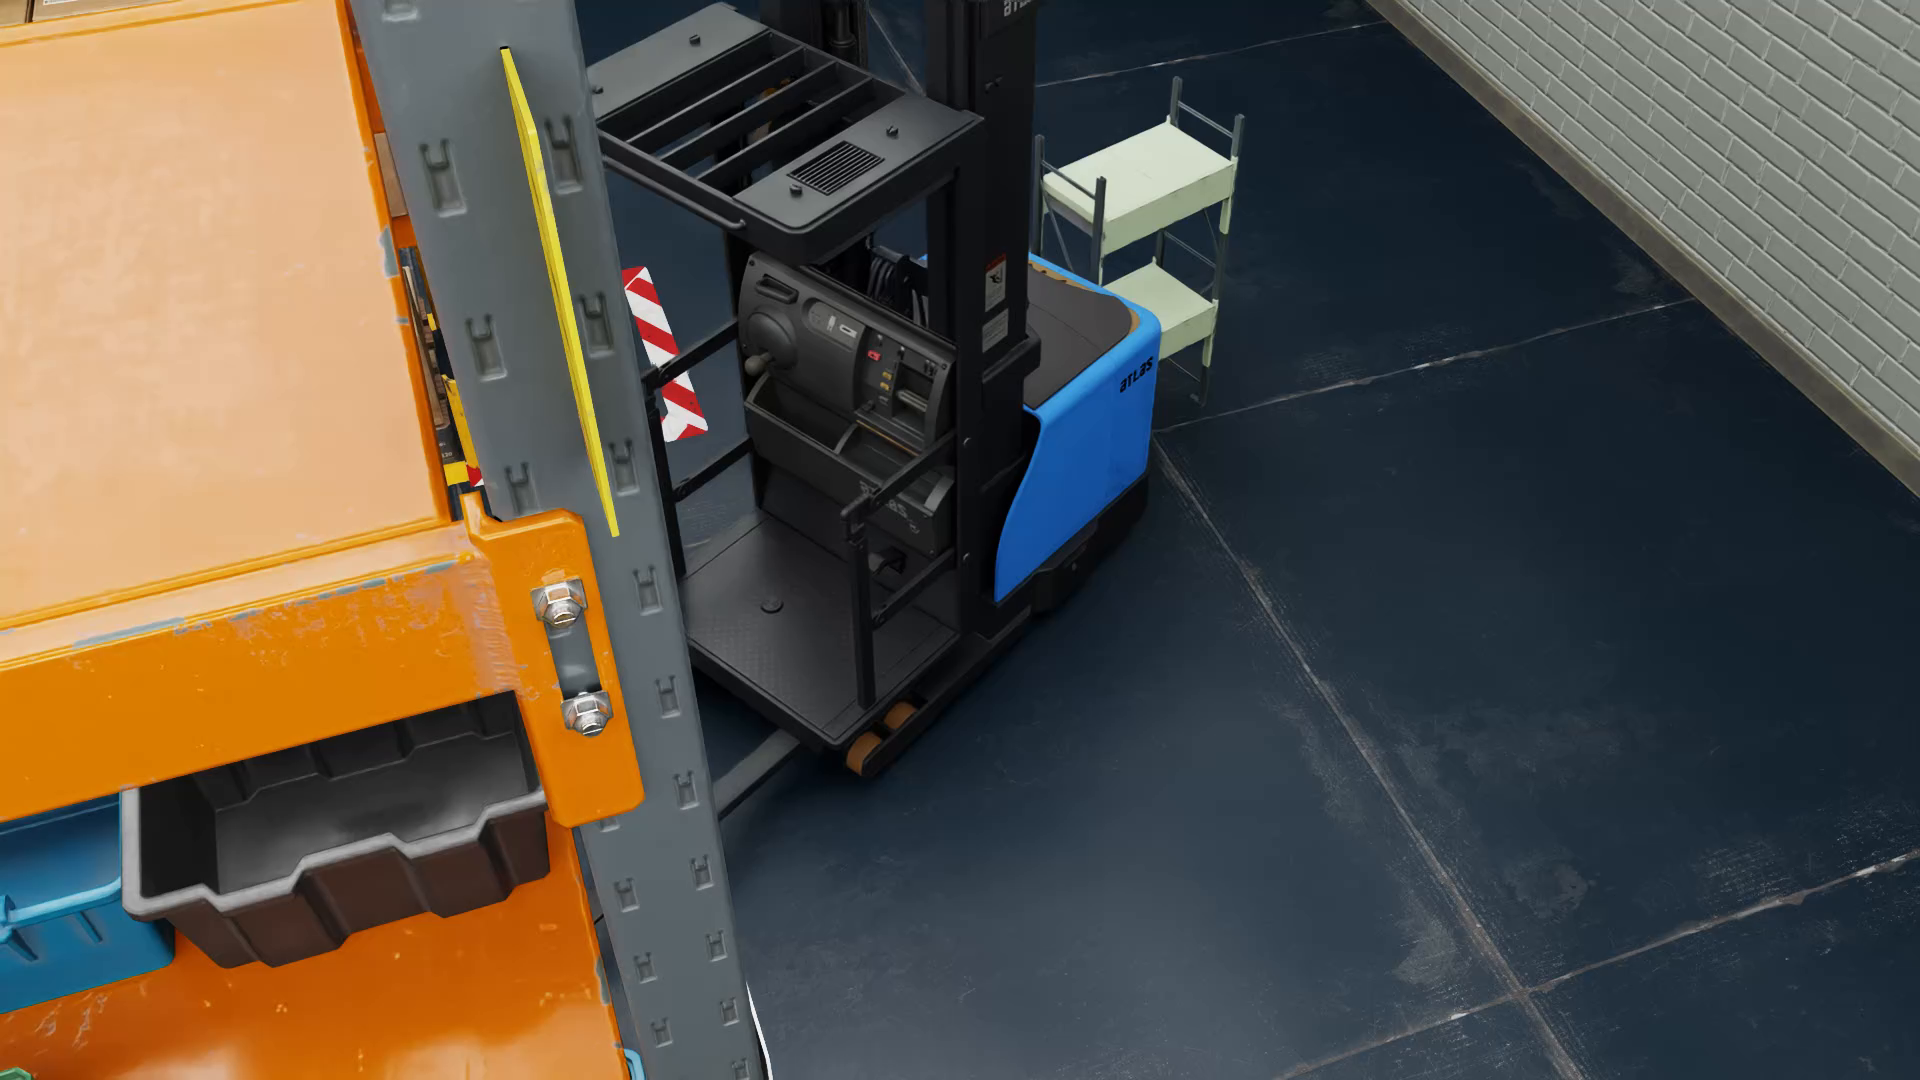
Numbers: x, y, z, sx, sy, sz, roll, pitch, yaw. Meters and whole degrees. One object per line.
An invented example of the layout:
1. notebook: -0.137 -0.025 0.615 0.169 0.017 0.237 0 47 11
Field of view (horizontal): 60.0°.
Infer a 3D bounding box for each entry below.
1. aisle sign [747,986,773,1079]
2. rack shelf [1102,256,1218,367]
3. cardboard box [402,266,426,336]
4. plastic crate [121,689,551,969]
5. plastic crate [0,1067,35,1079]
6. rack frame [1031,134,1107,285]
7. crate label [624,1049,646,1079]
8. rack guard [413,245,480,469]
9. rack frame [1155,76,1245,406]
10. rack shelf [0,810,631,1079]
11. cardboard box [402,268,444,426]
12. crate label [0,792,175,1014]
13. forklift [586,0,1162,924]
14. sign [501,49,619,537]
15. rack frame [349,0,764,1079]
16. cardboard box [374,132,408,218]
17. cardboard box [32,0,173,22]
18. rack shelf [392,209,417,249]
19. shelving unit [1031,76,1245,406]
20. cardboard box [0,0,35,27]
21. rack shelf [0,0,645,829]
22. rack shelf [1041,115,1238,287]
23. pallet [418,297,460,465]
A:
1. aisle sign: -0.292 0.753 2.356 0.004 0.787 0.394 -14 47 -14
2. rack shelf: 0.716 -0.875 7.332 0.720 0.370 0.431 -29 52 -25
3. cardboard box: -2.648 -1.085 7.725 0.250 0.149 0.380 -14 47 -14
4. plastic crate: -0.916 0.387 2.530 0.590 0.269 0.497 -14 47 -14
5. plastic crate: -1.290 0.936 2.040 0.336 0.188 0.450 -14 47 -14
6. rack frame: 0.426 -0.947 6.944 0.023 1.500 0.400 -29 52 -25
7. crate label: -0.803 1.371 3.651 0.303 0.233 0.416 -14 47 -14
8. rack guard: -2.209 -0.907 7.611 0.348 0.500 1.175 -14 47 -14
9. rack frame: 1.006 -1.263 7.259 0.023 1.500 0.400 -29 52 -25
10. rack shelf: -2.340 1.169 2.167 4.000 0.370 1.077 -14 47 -14
11. cardboard box: -2.565 -0.786 7.179 0.500 0.500 0.500 -14 47 -14
12. crate label: -1.437 0.493 2.437 0.502 0.251 0.408 -14 47 -14
13. forklift: -0.540 -0.562 5.550 1.130 2.935 3.031 31 53 27
14. sign: -0.257 -0.148 1.082 0.005 0.325 0.100 -14 47 -14
15. rack frame: -0.459 -0.625 1.329 0.127 3.000 1.000 -14 47 -14
16. cardboard box: -2.466 -1.554 6.420 0.500 0.500 0.500 -13 47 -13
17. cardboard box: -2.938 -1.784 5.943 0.500 0.500 0.500 -13 47 -13
18. rack shelf: -4.019 -1.073 6.519 4.000 0.370 1.077 -14 47 -14
19. shelving unit: 0.716 -1.105 7.101 0.755 1.500 0.431 -29 52 -25
20. cardboard box: -3.424 -1.656 5.816 0.500 0.500 0.500 -13 47 -13
21. rack shelf: -2.340 0.251 1.246 4.000 0.370 1.077 -14 47 -14
22. rack shelf: 0.716 -1.380 6.825 0.720 0.370 0.431 -29 52 -25
23. pallet: -2.959 -0.613 7.521 1.213 0.211 1.003 -14 47 -14
